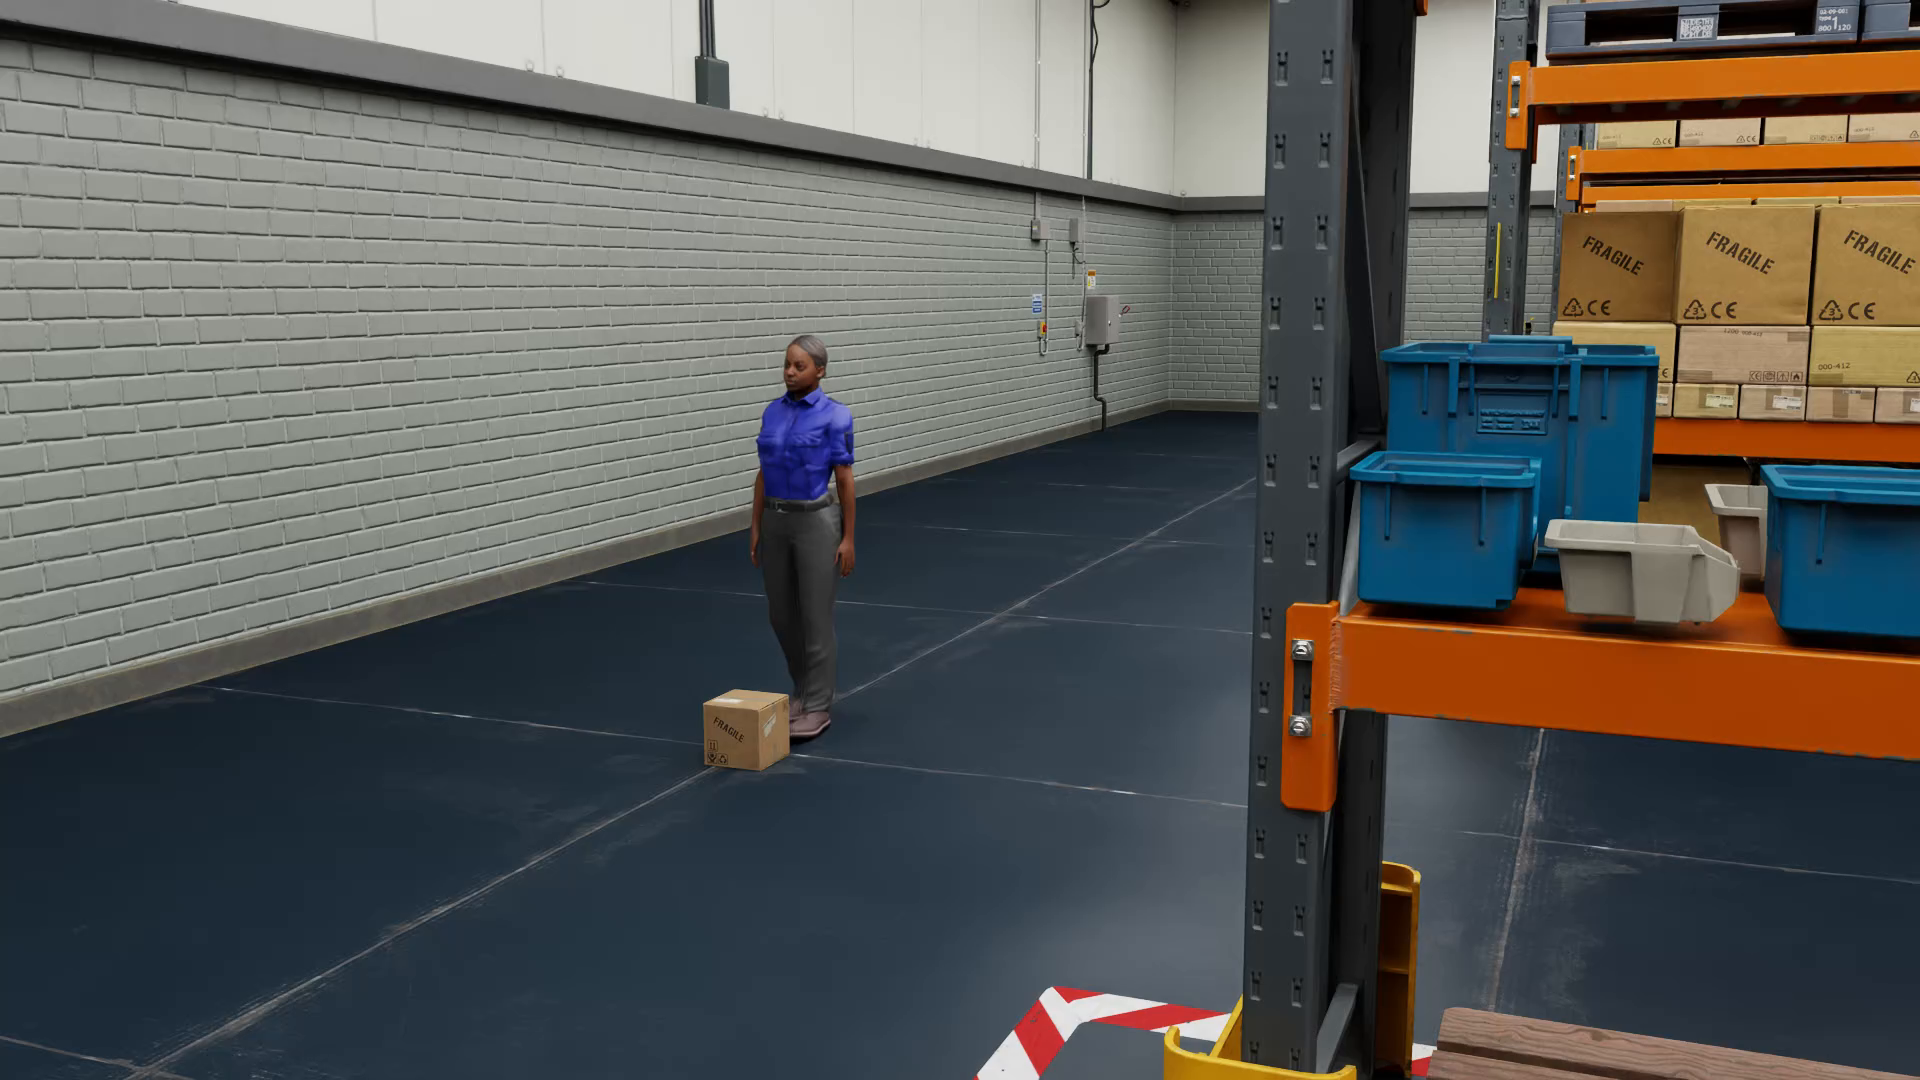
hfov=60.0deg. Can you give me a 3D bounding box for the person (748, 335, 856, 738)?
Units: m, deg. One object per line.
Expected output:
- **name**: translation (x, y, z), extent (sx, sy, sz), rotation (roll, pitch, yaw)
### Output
- **person**: translation (-0.655, -0.023, 6.978), extent (0.474, 1.666, 0.490), rotation (5, 10, 30)
